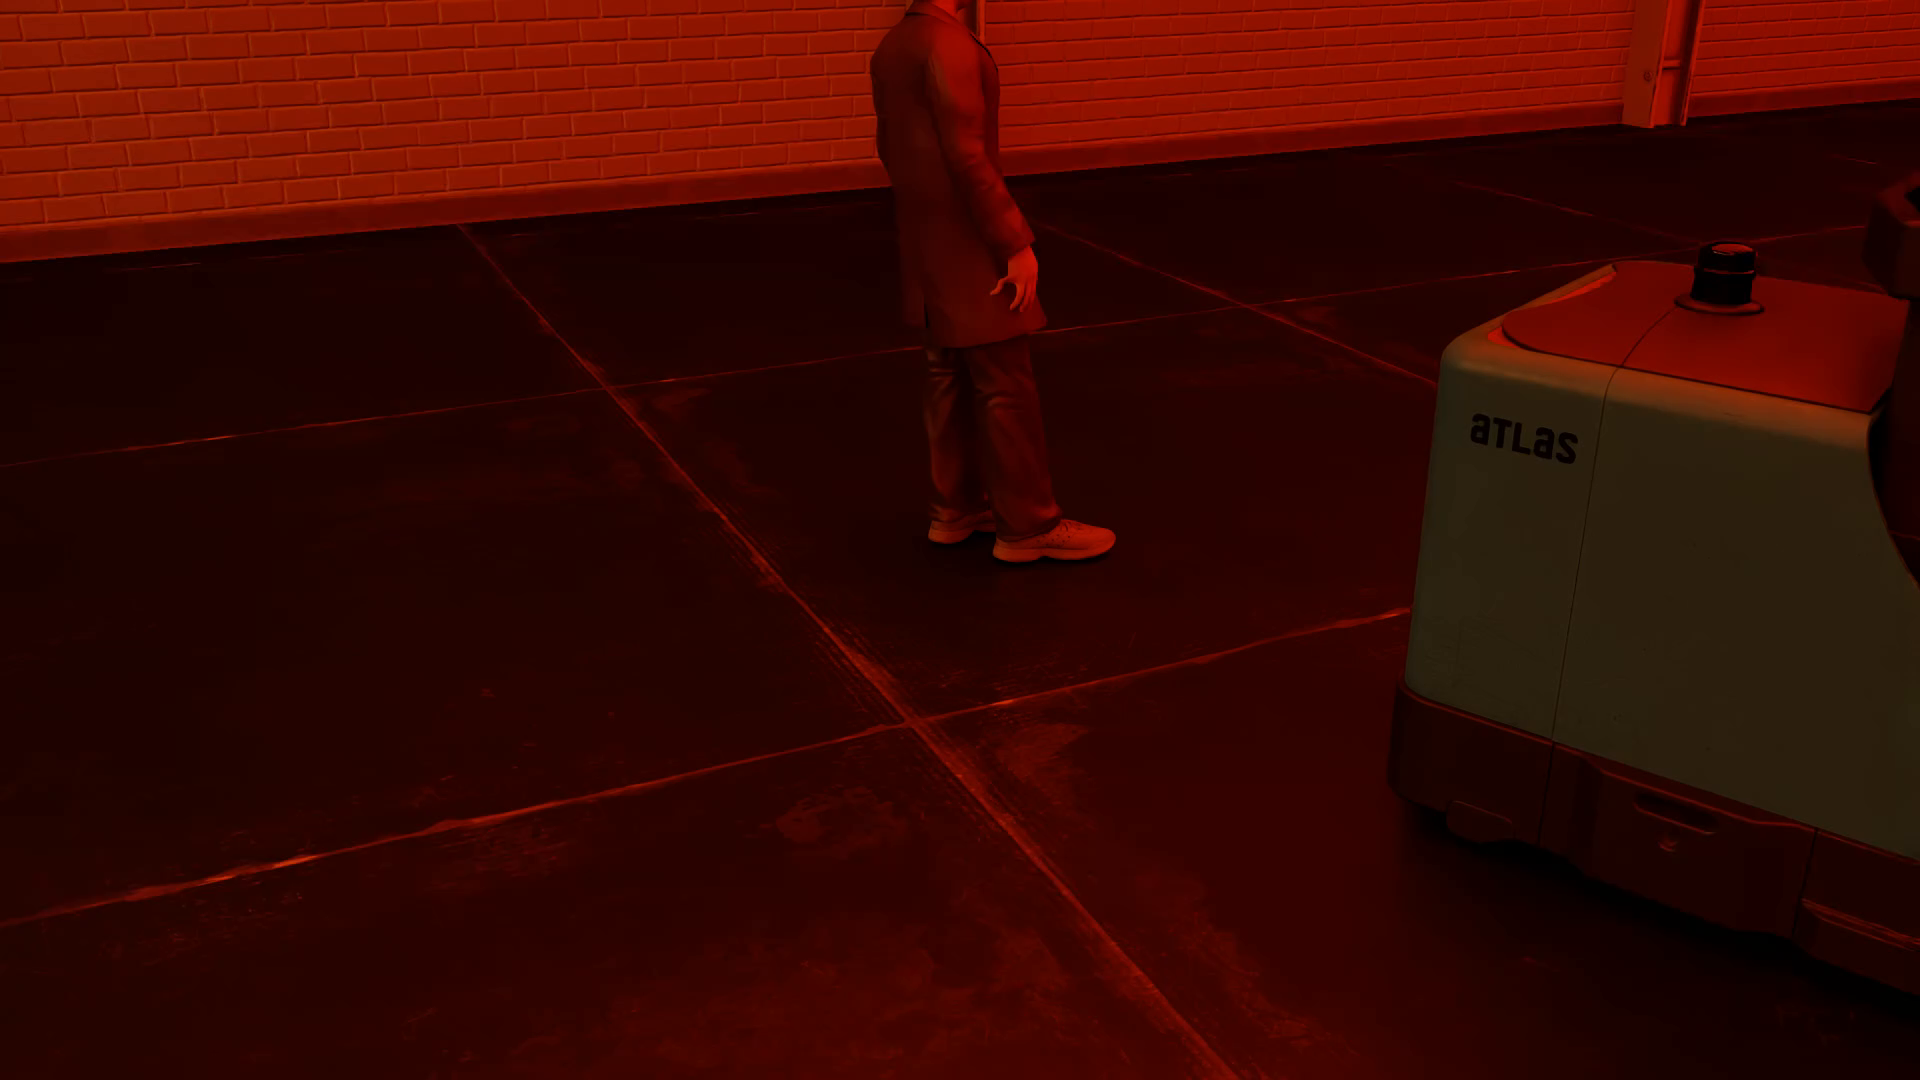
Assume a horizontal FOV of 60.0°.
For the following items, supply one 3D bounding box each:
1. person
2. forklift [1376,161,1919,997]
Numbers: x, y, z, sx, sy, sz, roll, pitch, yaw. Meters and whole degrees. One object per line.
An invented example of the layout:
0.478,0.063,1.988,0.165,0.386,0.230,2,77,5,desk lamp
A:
0.084,-0.841,4.794,0.582,1.776,0.696,-10,25,-23,person
2.368,-0.536,2.576,3.031,2.935,1.130,18,29,37,forklift
